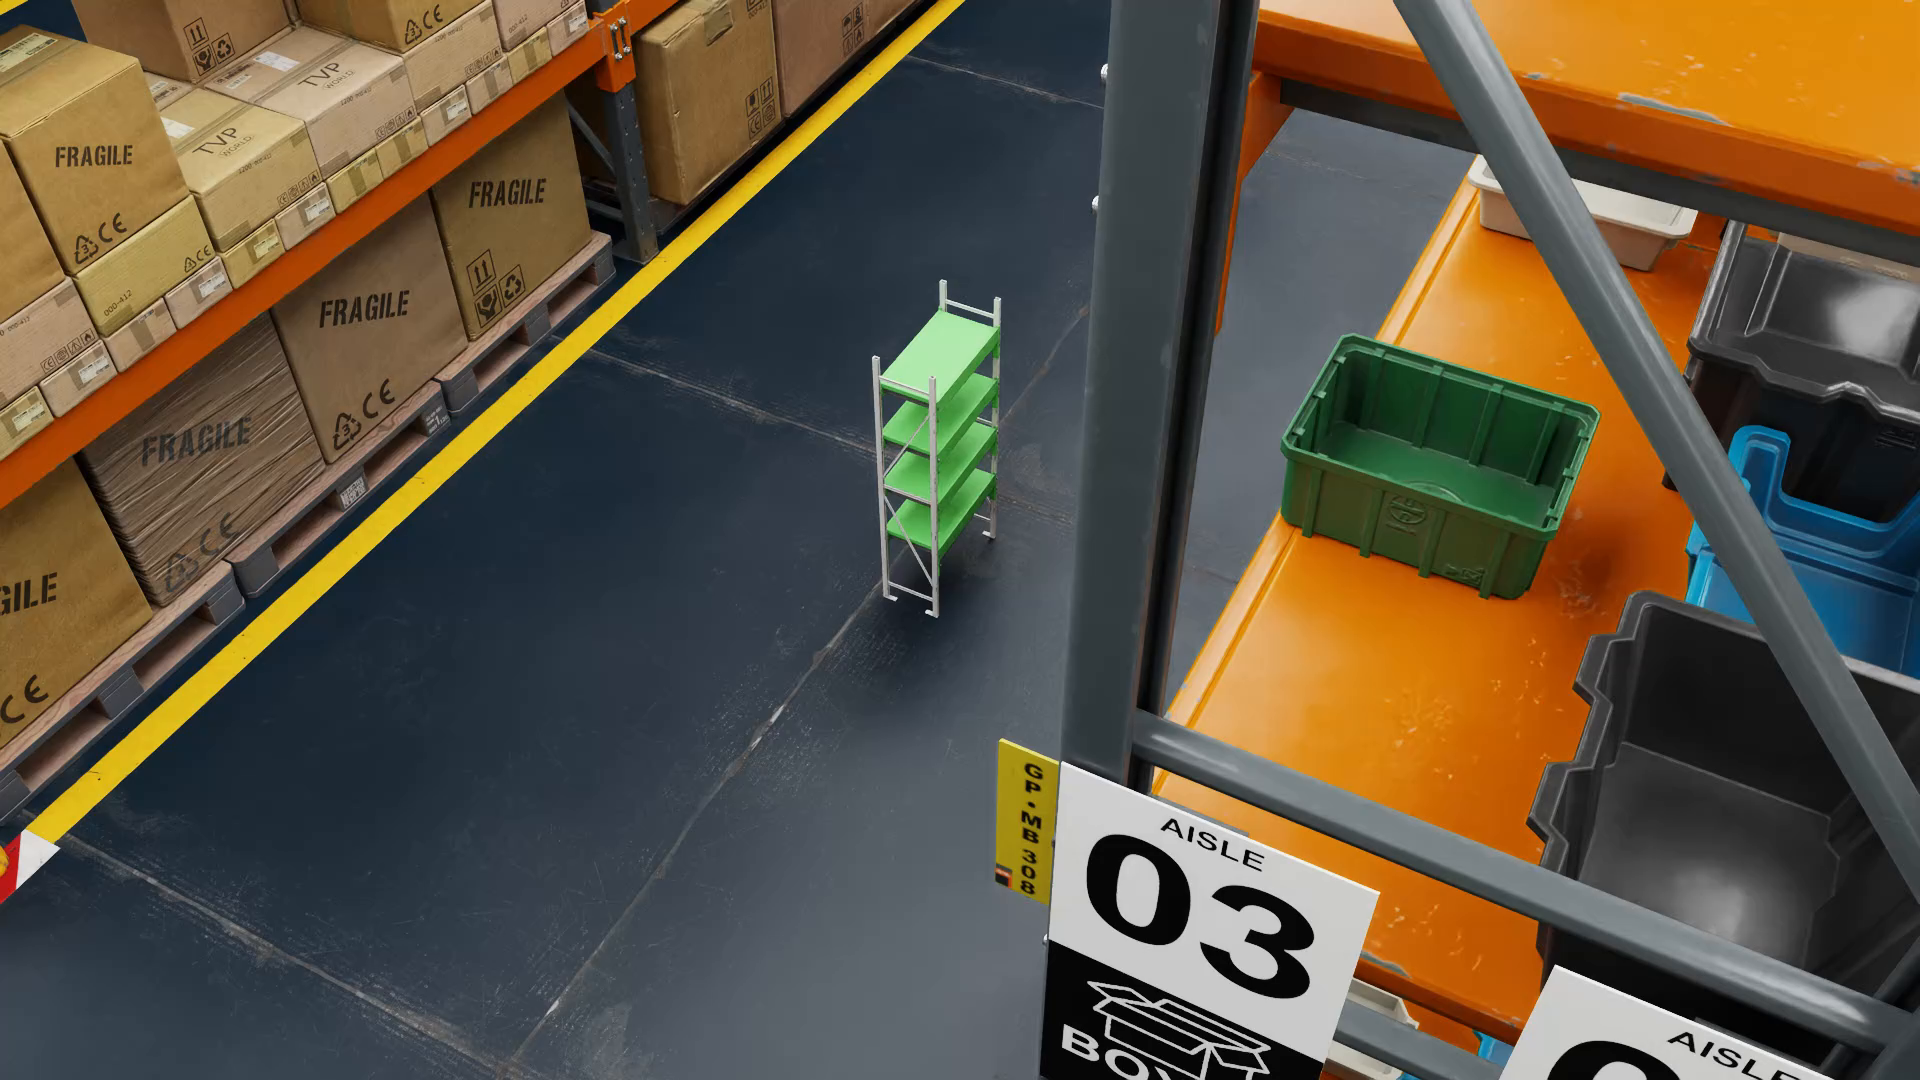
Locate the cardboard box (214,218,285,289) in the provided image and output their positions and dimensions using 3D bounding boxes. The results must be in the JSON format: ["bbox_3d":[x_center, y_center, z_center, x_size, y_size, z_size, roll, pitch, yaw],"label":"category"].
[{"bbox_3d":[-2.627,-1.057,5.862,0.380,0.149,0.250,19,48,18],"label":"cardboard box"}]

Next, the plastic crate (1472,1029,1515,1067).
[{"bbox_3d":[1.301,1.150,3.580,0.416,0.233,0.300,20,49,19],"label":"plastic crate"}]

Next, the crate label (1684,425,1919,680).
[{"bbox_3d":[1.304,0.098,2.540,0.408,0.251,0.502,20,49,19],"label":"crate label"}]

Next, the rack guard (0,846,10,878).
[{"bbox_3d":[-3.809,0.833,5.576,1.175,0.500,0.348,20,49,19],"label":"rack guard"}]

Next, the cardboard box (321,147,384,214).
[{"bbox_3d":[-2.388,-1.383,6.184,0.380,0.149,0.250,20,49,18],"label":"cardboard box"}]

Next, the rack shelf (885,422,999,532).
[{"bbox_3d":[-0.077,-0.273,6.266,0.258,0.148,0.480,20,49,19],"label":"rack shelf"}]

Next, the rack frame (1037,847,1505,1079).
[{"bbox_3d":[0.590,1.574,3.085,1.000,3.000,0.127,20,49,19],"label":"rack frame"}]

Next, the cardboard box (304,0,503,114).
[{"bbox_3d":[-2.151,-1.941,6.456,0.500,0.250,0.500,22,49,20],"label":"cardboard box"}]

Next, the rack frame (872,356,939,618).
[{"bbox_3d":[-0.190,-0.164,6.068,0.240,1.200,0.015,20,49,19],"label":"rack frame"}]

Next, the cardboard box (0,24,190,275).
[{"bbox_3d":[-2.868,-1.233,5.229,0.500,0.500,0.500,19,48,18],"label":"cardboard box"}]

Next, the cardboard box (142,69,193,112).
[{"bbox_3d":[-3.097,-1.475,5.995,0.500,0.250,0.500,21,49,19],"label":"cardboard box"}]

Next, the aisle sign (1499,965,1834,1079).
[{"bbox_3d":[0.819,0.804,2.019,0.394,0.787,0.004,20,49,19],"label":"aisle sign"}]

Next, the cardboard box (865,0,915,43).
[{"bbox_3d":[-0.843,-3.515,9.313,1.225,0.875,0.875,21,49,19],"label":"cardboard box"}]

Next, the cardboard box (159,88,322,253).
[{"bbox_3d":[-2.626,-1.302,5.824,0.500,0.250,0.500,20,49,18],"label":"cardboard box"}]

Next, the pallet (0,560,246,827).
[{"bbox_3d":[-3.495,0.390,6.217,1.003,0.211,1.213,20,49,19],"label":"pallet"}]

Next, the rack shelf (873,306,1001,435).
[{"bbox_3d":[-0.077,-0.610,5.924,0.258,0.148,0.480,20,49,19],"label":"rack shelf"}]

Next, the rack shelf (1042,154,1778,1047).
[{"bbox_3d":[1.518,-0.487,3.519,1.077,0.370,4.000,20,49,19],"label":"rack shelf"}]

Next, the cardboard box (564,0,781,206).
[{"bbox_3d":[-1.661,-2.392,8.203,1.225,0.875,0.875,21,49,19],"label":"cardboard box"}]

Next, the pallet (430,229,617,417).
[{"bbox_3d":[-2.363,-1.148,7.736,1.003,0.211,1.213,20,49,19],"label":"pallet"}]

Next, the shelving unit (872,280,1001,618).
[{"bbox_3d":[-0.077,-0.317,6.220,0.258,1.200,0.503,20,49,19],"label":"shelving unit"}]

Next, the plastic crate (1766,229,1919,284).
[{"bbox_3d":[1.892,-0.733,3.340,0.437,0.282,0.530,20,49,19],"label":"plastic crate"}]

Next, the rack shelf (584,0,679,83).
[{"bbox_3d":[-1.012,-3.588,8.693,1.077,0.370,4.000,20,49,19],"label":"rack shelf"}]

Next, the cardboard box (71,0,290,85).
[{"bbox_3d":[-2.862,-2.042,6.028,0.500,0.500,0.500,19,48,18],"label":"cardboard box"}]

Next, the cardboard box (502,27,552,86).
[{"bbox_3d":[-1.911,-2.030,6.824,0.380,0.149,0.250,21,49,20],"label":"cardboard box"}]

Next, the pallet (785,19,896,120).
[{"bbox_3d":[-1.084,-2.883,9.451,1.003,0.211,1.213,20,49,19],"label":"pallet"}]

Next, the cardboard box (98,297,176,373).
[{"bbox_3d":[-2.865,-0.735,5.545,0.380,0.149,0.250,20,49,18],"label":"cardboard box"}]

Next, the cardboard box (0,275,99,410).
[{"bbox_3d":[-3.100,-0.656,5.186,0.500,0.250,0.500,20,49,19],"label":"cardboard box"}]

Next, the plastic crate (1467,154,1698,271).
[{"bbox_3d":[1.329,-0.771,3.480,0.437,0.136,0.530,20,49,19],"label":"plastic crate"}]

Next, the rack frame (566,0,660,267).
[{"bbox_3d":[-1.941,-2.581,7.192,1.000,3.000,0.127,20,49,19],"label":"rack frame"}]

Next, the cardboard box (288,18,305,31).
[{"bbox_3d":[-2.626,-2.112,6.624,0.500,0.250,0.500,20,49,19],"label":"cardboard box"}]

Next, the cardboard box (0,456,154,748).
[{"bbox_3d":[-3.571,0.109,5.732,0.875,0.875,0.875,20,49,19],"label":"cardboard box"}]

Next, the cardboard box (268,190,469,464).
[{"bbox_3d":[-2.736,-1.025,6.853,0.875,0.875,0.875,20,49,19],"label":"cardboard box"}]

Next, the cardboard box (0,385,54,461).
[{"bbox_3d":[-3.104,-0.411,5.224,0.380,0.149,0.250,19,48,18],"label":"cardboard box"}]

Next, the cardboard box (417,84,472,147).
[{"bbox_3d":[-2.150,-1.707,6.504,0.380,0.149,0.250,21,49,20],"label":"cardboard box"}]
